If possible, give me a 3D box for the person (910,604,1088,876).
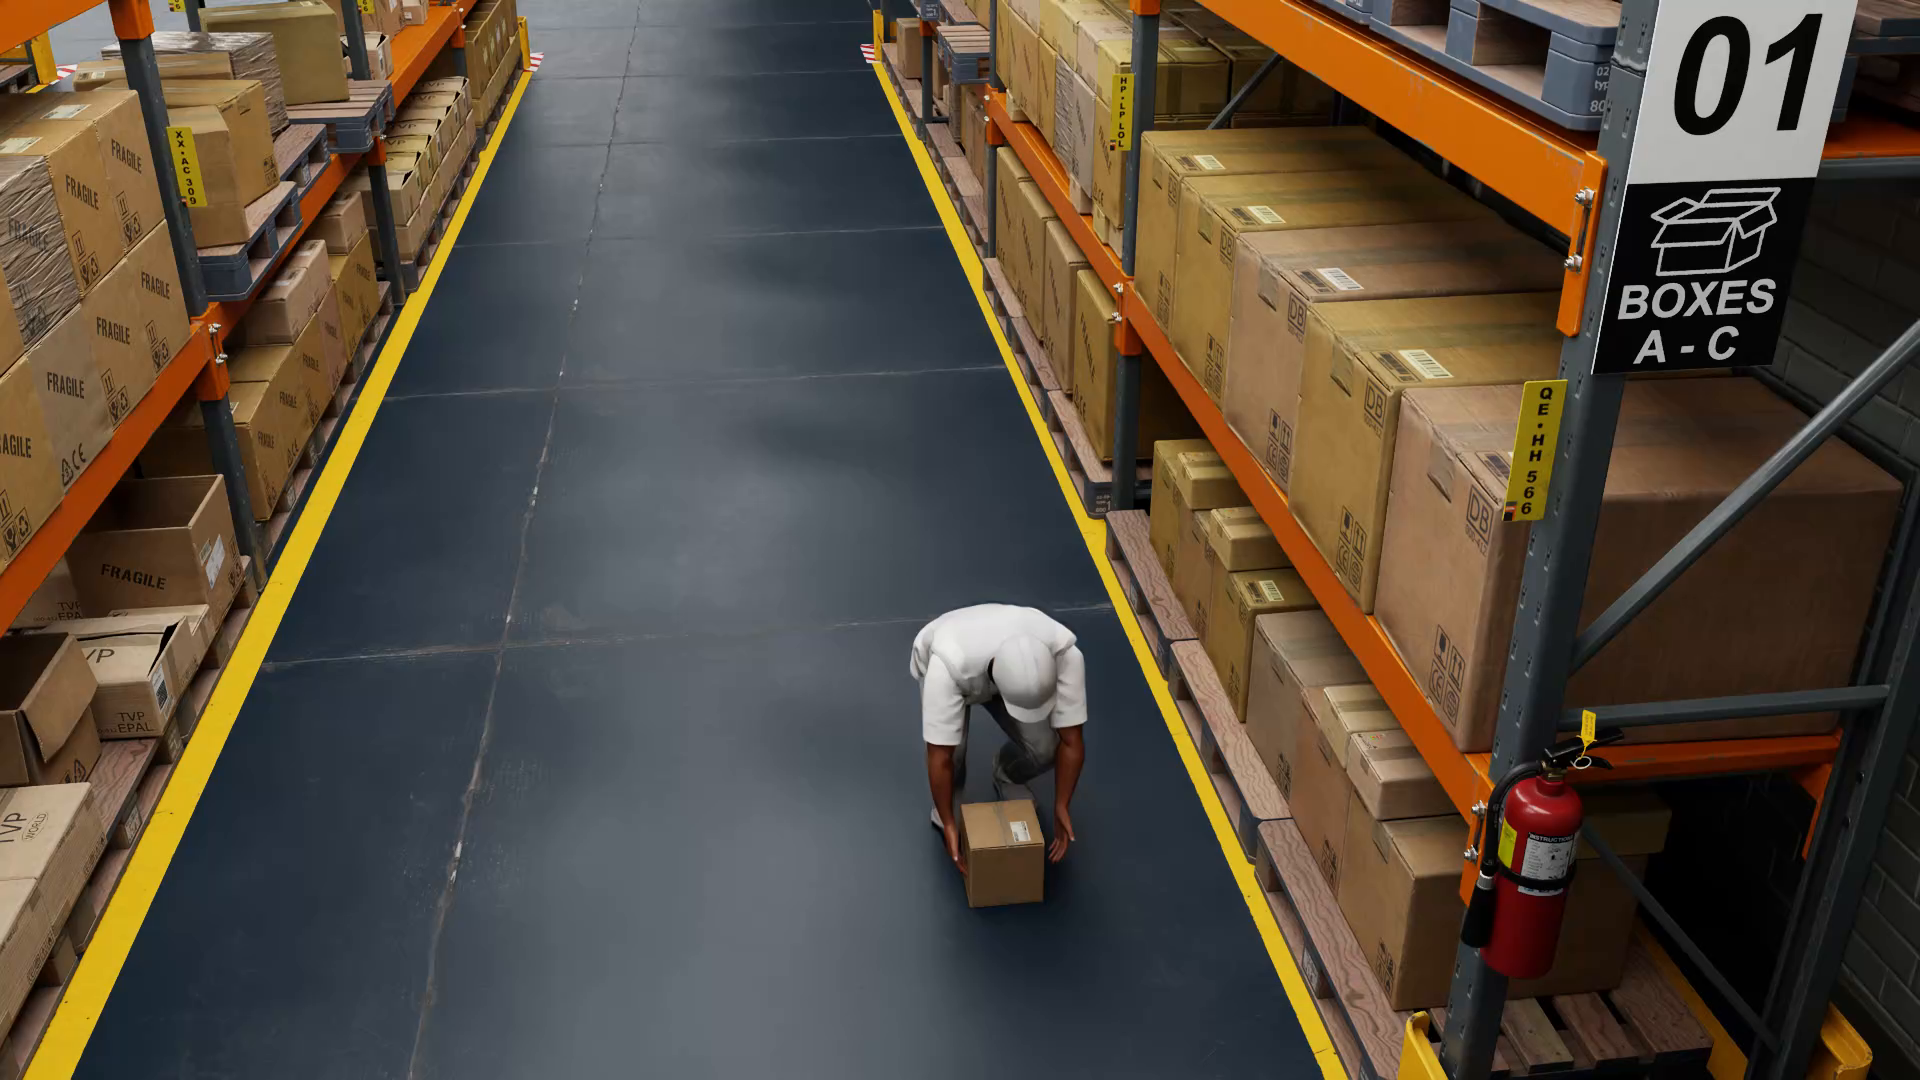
[{"bbox_3d":[0.130,0.594,5.824,0.576,0.957,0.895,-4,27,-8],"label":"person"}]
